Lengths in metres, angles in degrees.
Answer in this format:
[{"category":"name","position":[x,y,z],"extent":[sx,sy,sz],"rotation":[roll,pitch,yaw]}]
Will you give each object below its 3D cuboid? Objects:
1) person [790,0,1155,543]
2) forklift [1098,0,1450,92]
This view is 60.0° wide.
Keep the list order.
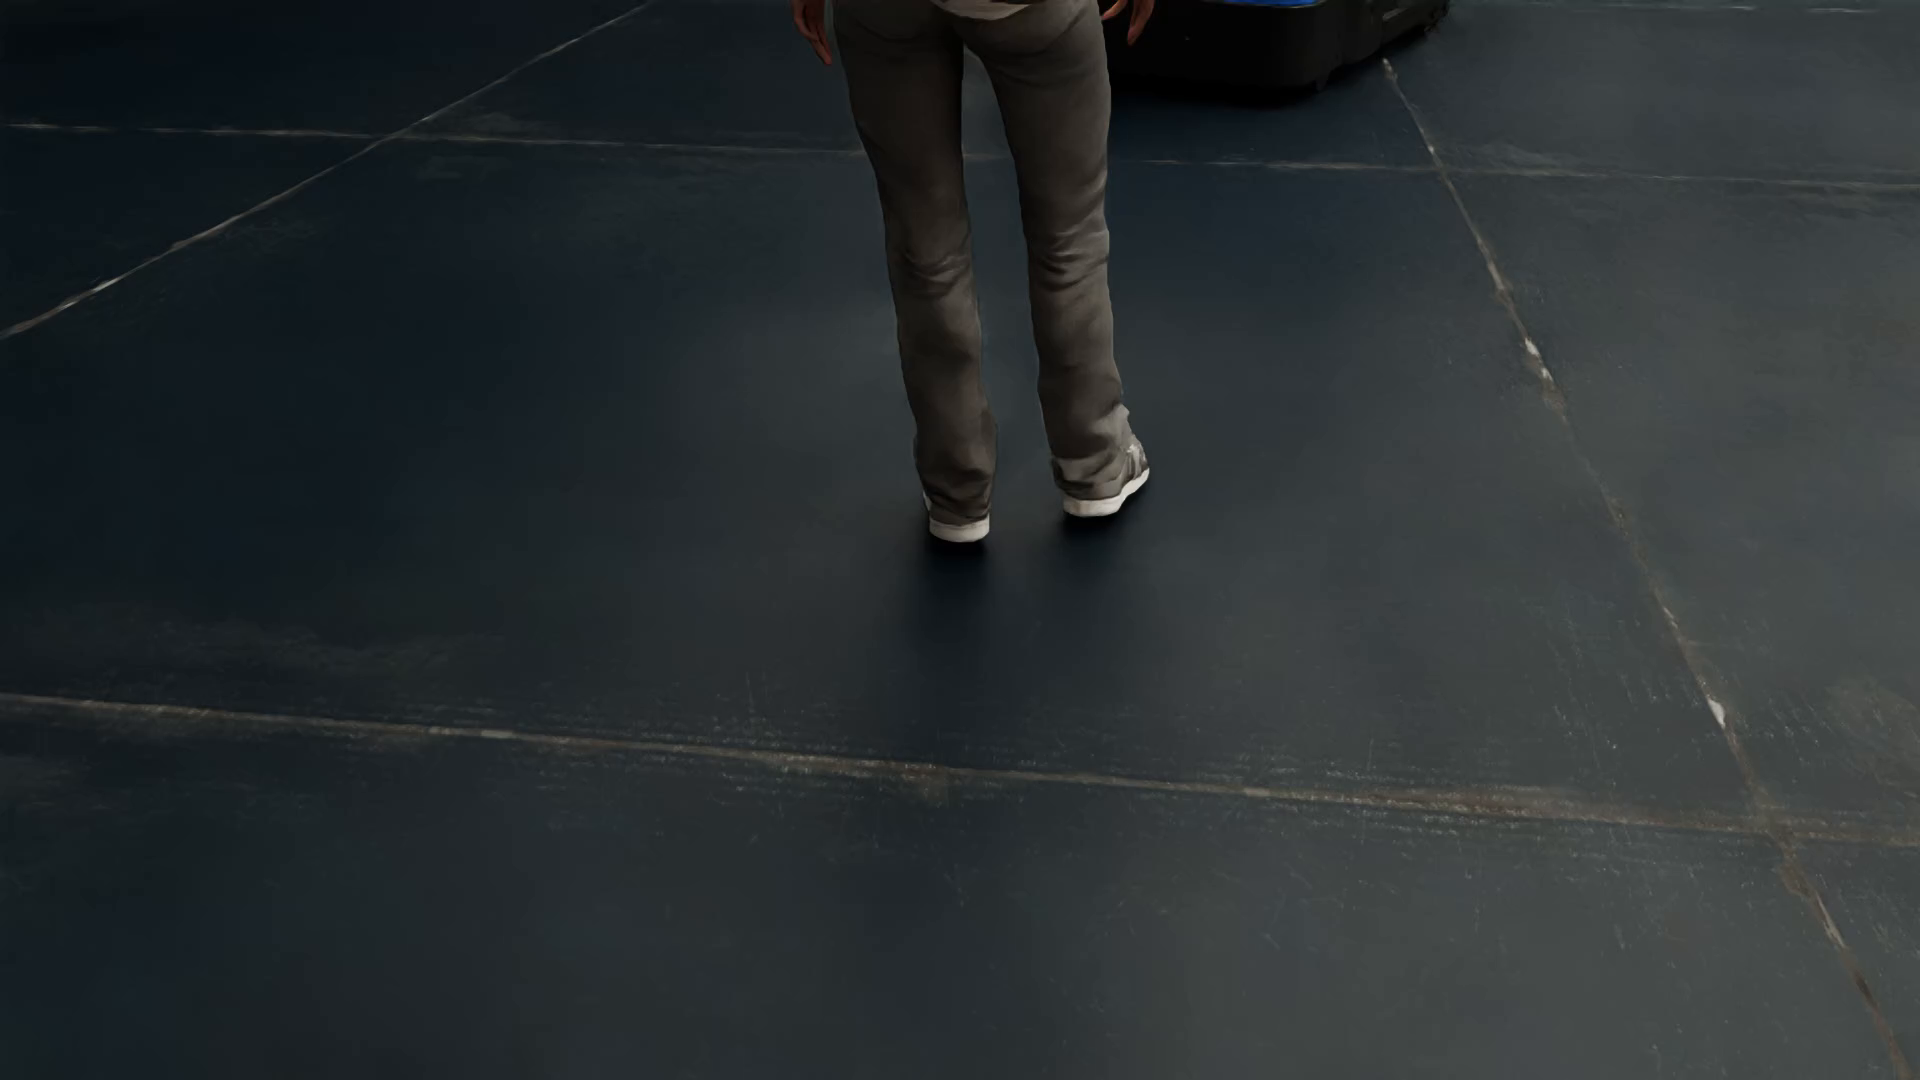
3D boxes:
[{"category":"person","position":[0.023,-0.753,2.204],"extent":[0.521,1.597,0.474],"rotation":[3,27,7]},{"category":"forklift","position":[1.282,-3.340,5.912],"extent":[1.130,2.935,3.031],"rotation":[13,29,24]}]
